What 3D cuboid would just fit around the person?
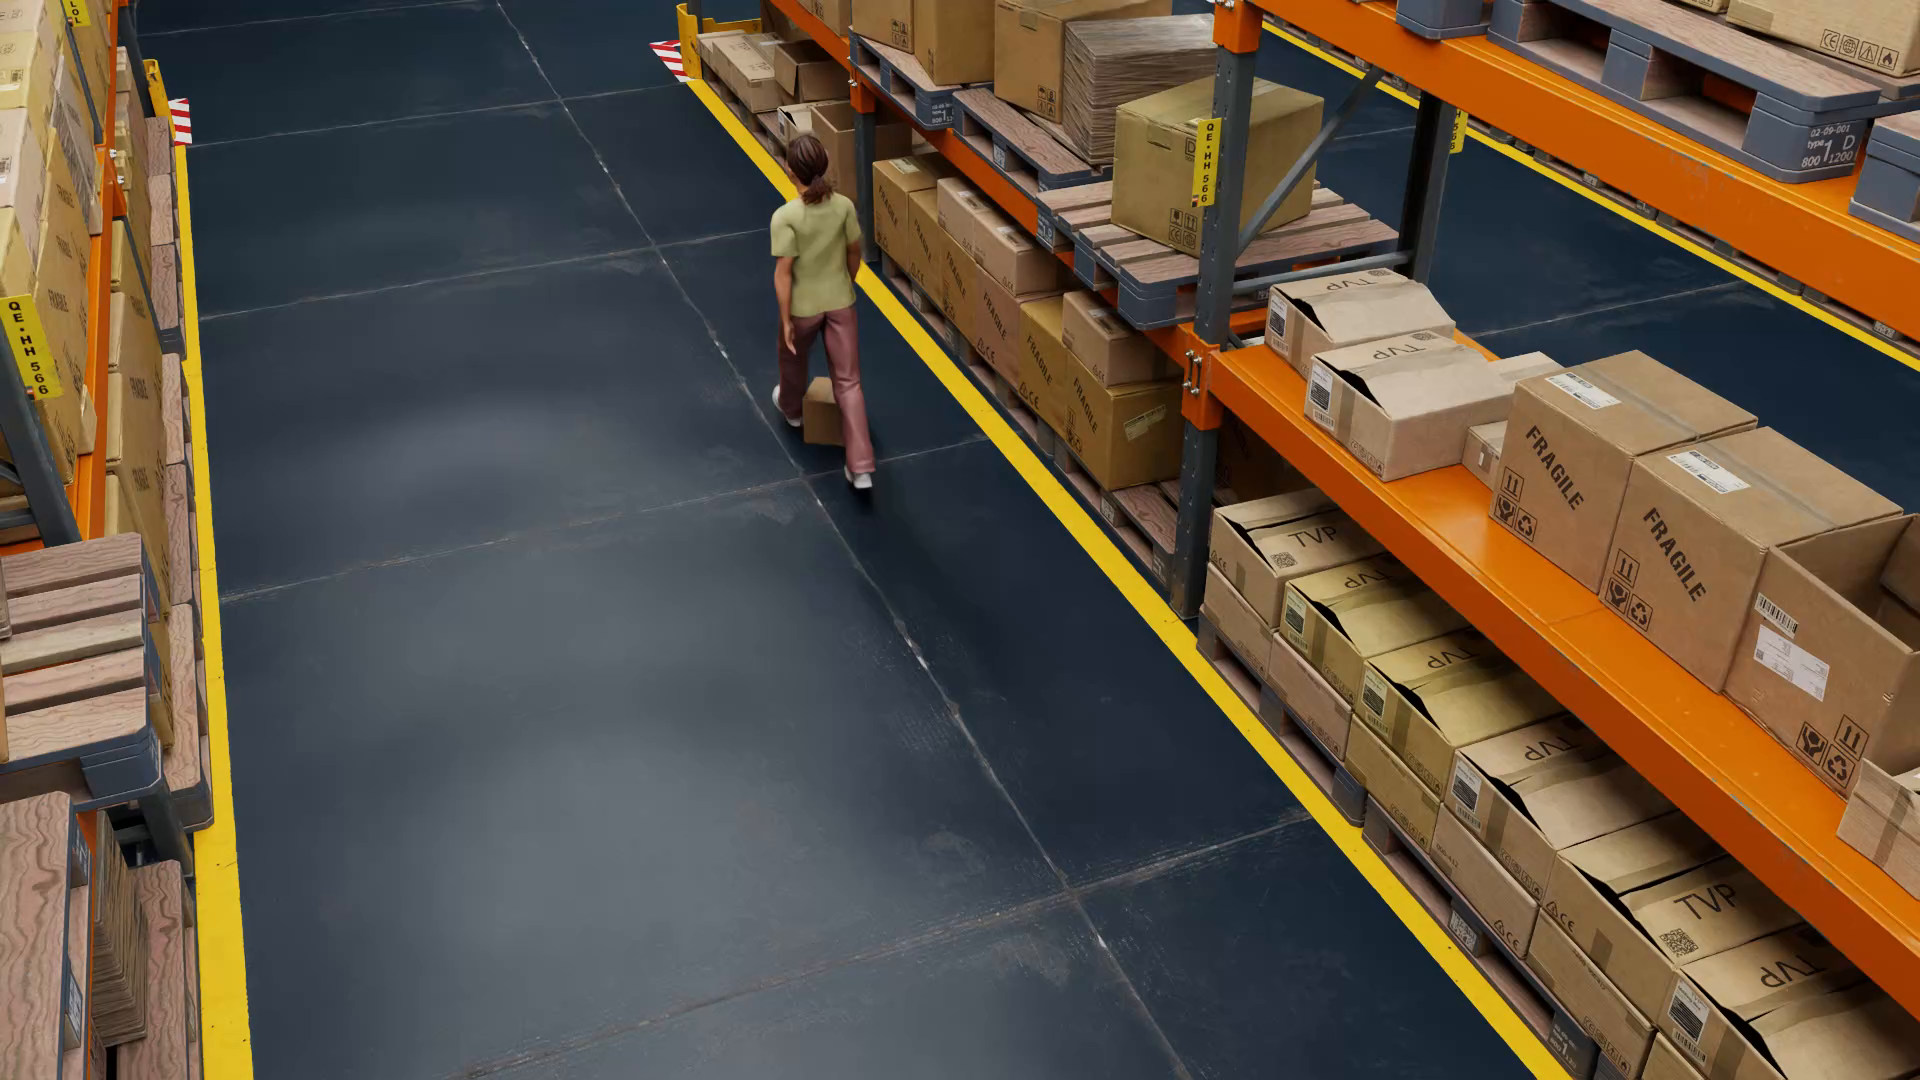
[{"bbox_3d":[-0.668,-1.118,7.821,0.460,1.601,1.116,-11,35,-16],"label":"person"}]
